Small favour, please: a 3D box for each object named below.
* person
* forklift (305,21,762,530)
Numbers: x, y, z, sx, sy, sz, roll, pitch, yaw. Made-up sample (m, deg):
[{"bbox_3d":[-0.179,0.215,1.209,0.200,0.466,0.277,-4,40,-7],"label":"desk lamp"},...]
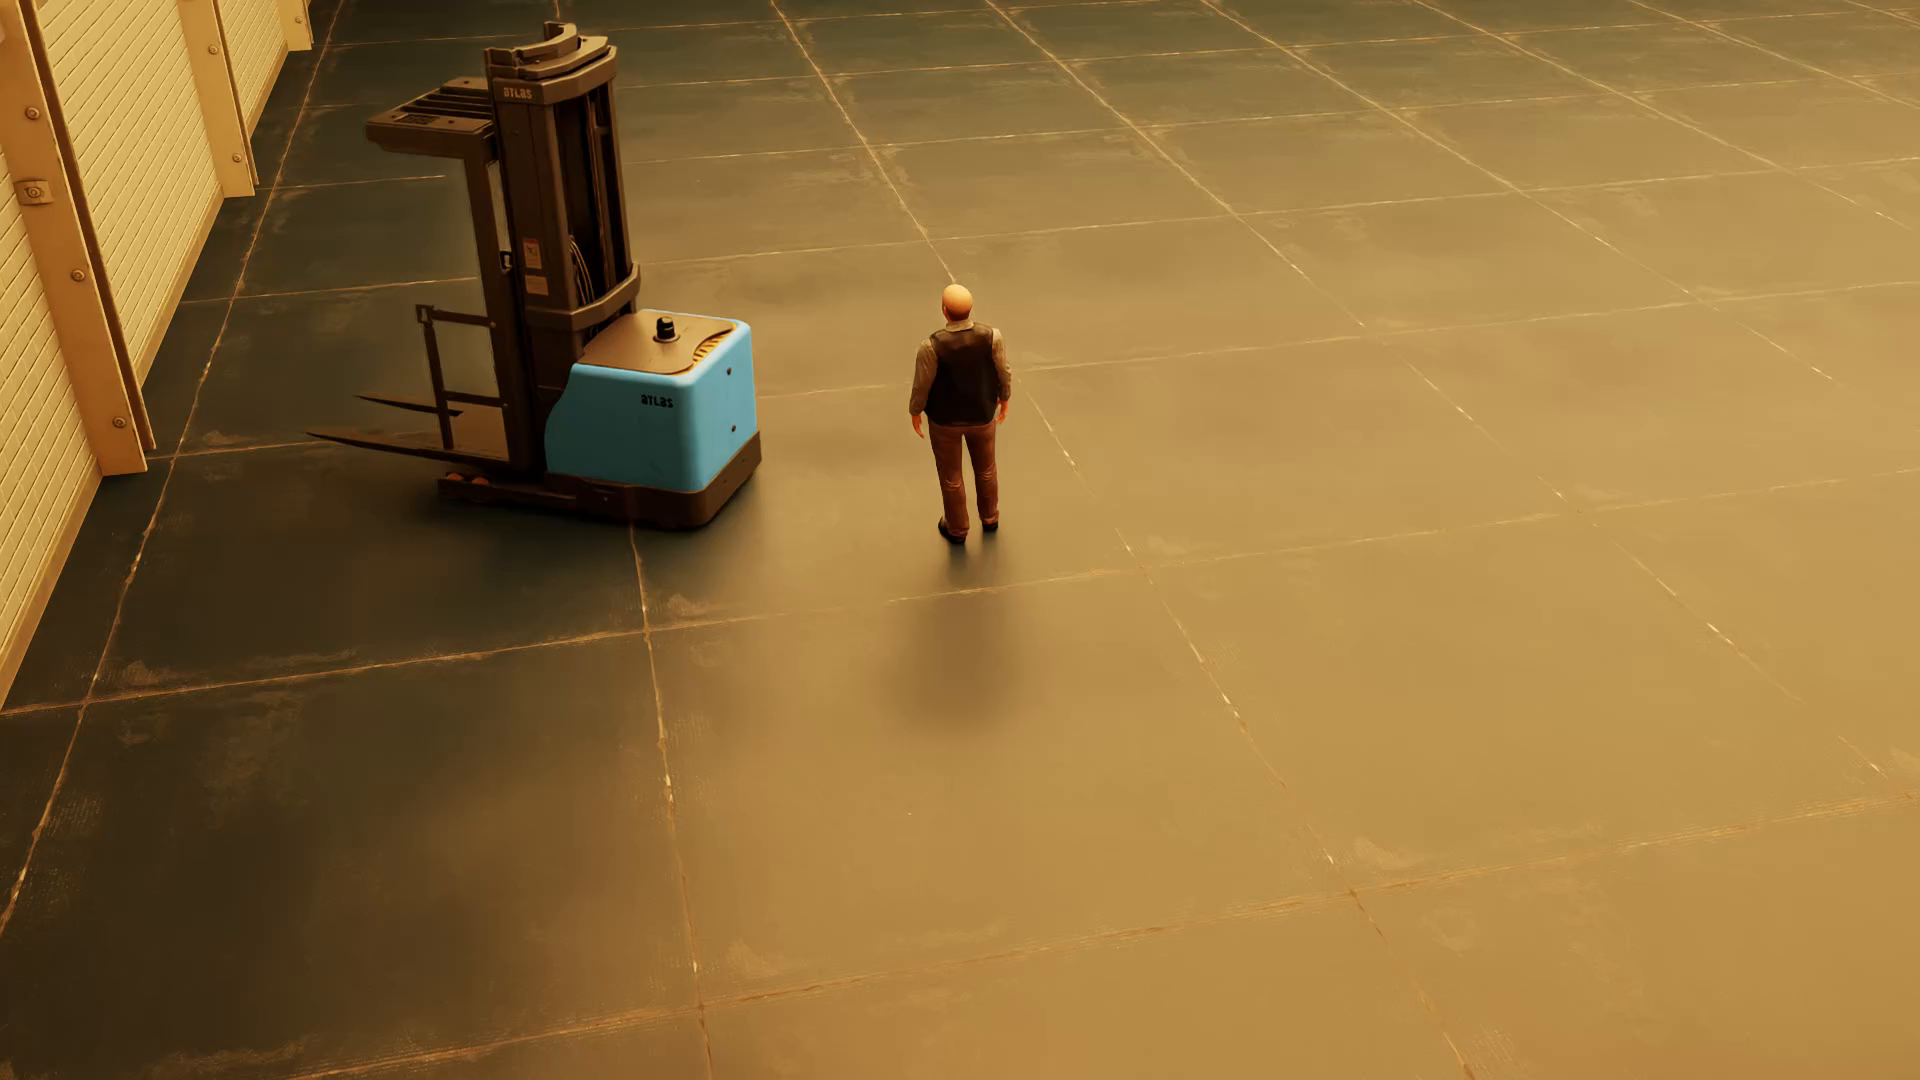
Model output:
[{"bbox_3d":[-0.008,-0.783,10.119,0.634,1.722,0.566,-7,31,-12],"label":"person"},{"bbox_3d":[-2.922,-1.751,10.599,3.031,2.935,1.130,9,31,15],"label":"forklift"}]
